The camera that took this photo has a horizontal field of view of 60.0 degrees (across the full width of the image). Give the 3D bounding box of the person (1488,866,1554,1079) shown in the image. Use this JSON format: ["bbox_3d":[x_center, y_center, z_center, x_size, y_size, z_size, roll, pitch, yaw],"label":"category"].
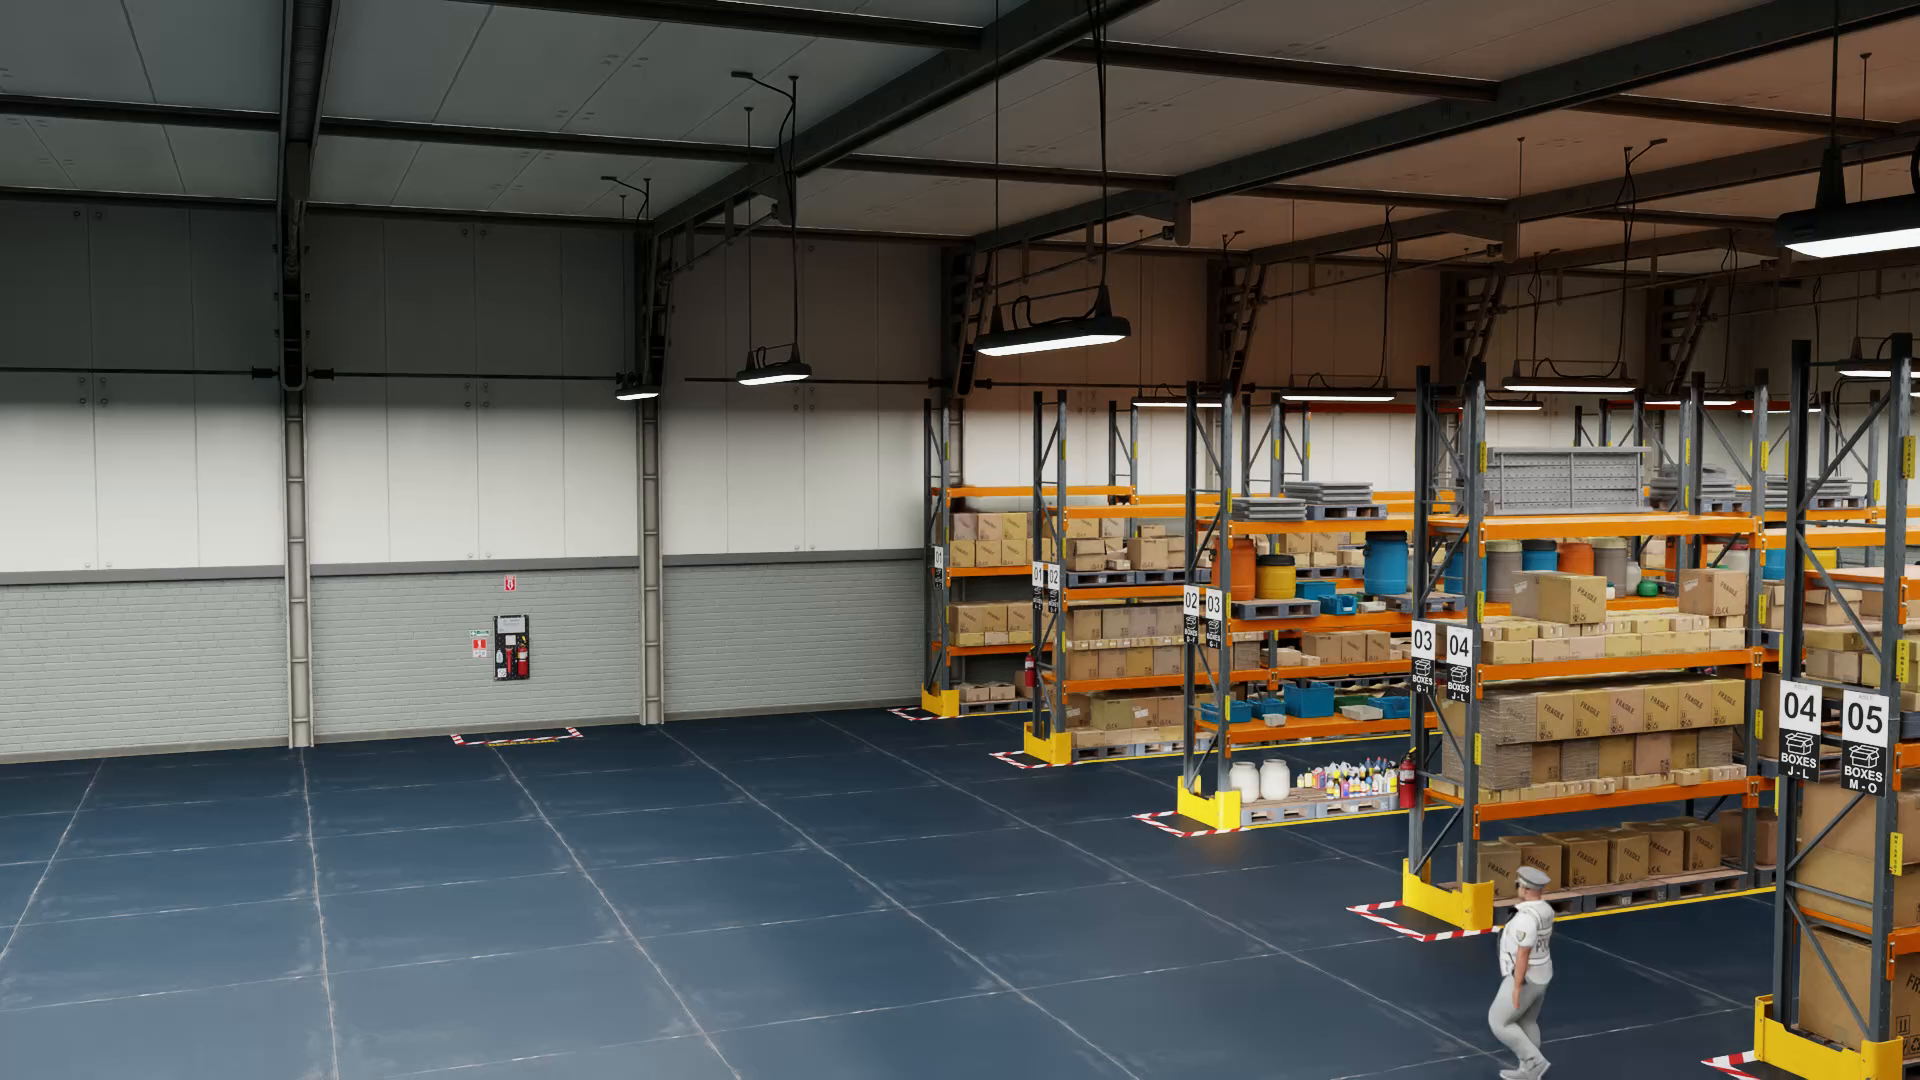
[{"bbox_3d":[4.485,3.487,13.240,0.479,1.784,0.572,2,4,28],"label":"person"}]

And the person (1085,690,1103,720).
[{"bbox_3d":[2.406,2.552,30.329,1.028,1.661,0.663,-3,5,-45],"label":"person"}]
